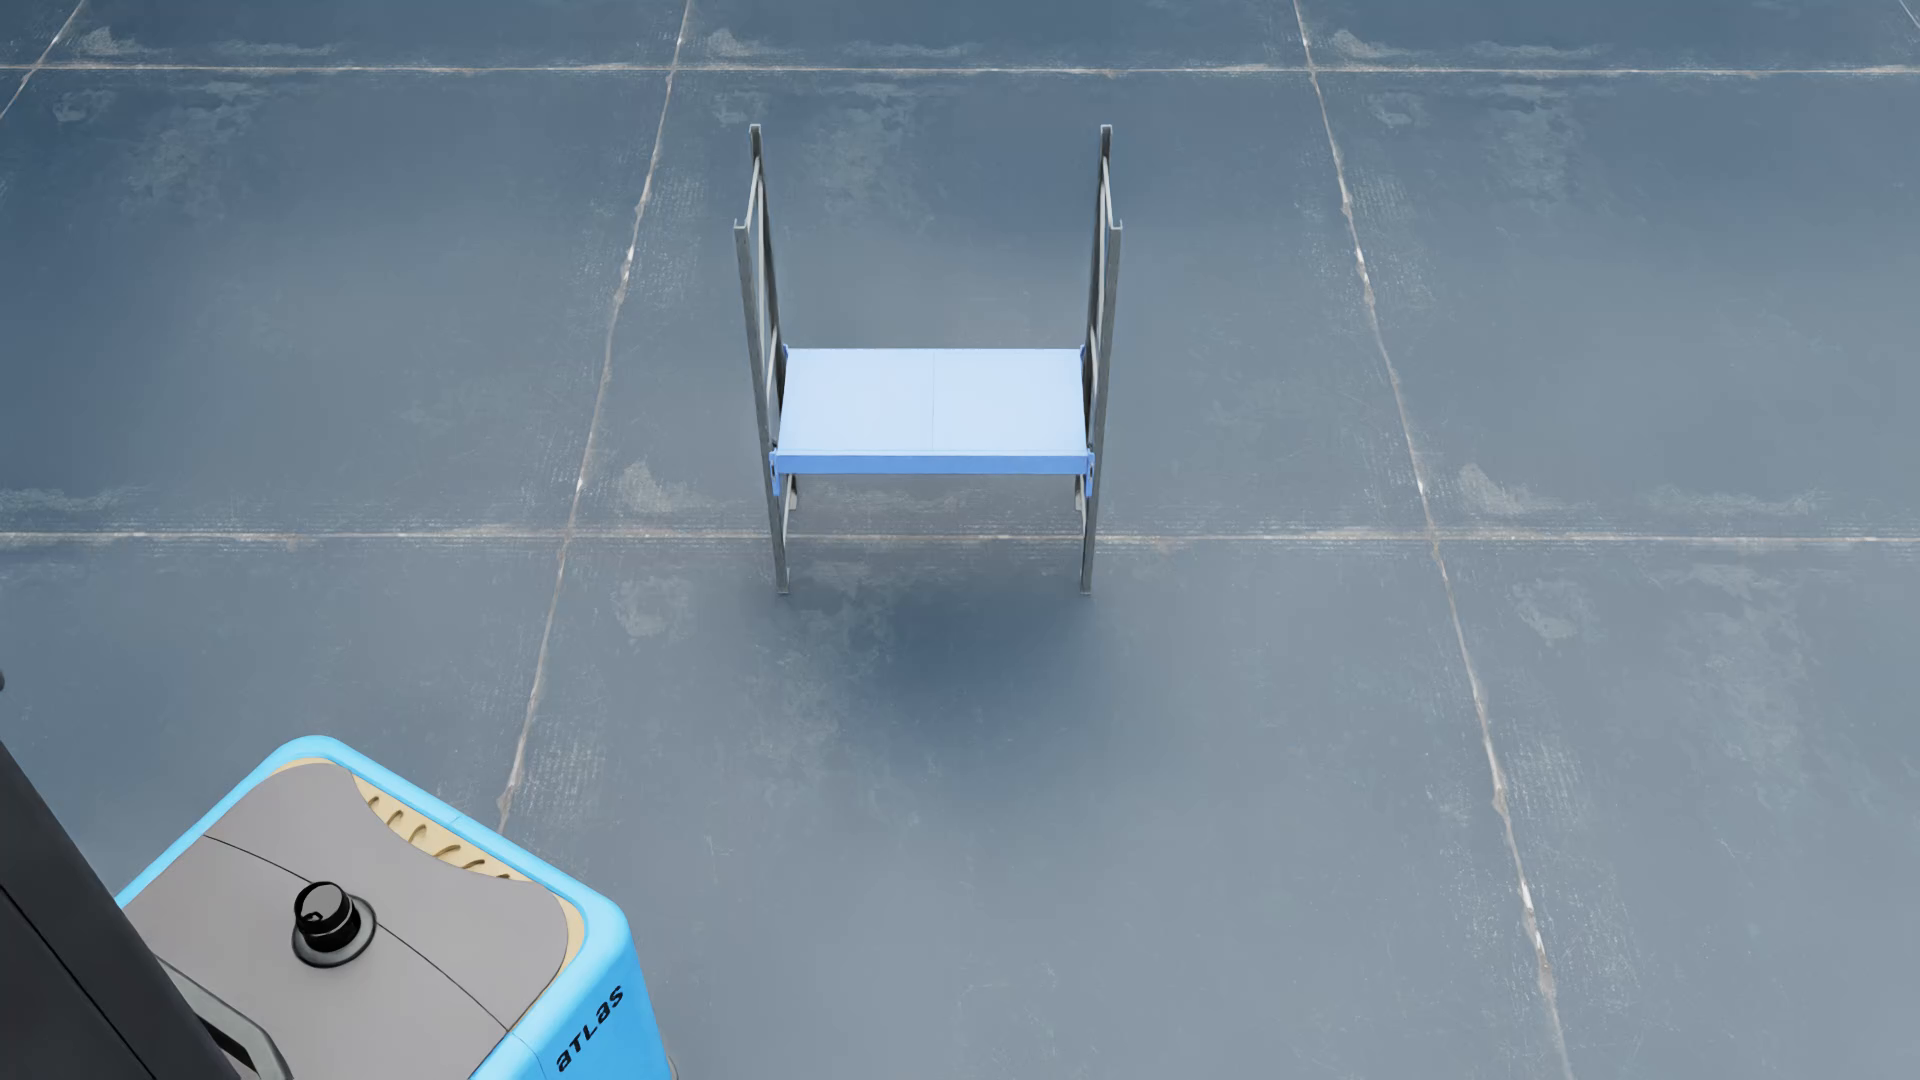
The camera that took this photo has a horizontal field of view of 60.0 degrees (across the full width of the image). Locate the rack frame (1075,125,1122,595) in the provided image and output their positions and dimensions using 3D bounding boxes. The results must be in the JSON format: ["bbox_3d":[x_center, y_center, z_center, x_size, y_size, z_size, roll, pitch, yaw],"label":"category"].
[{"bbox_3d":[0.423,-0.510,5.200,0.032,1.500,0.500,0,47,0],"label":"rack frame"}]

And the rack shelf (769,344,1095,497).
[{"bbox_3d":[-0.085,-0.389,5.333,1.000,0.185,0.538,0,47,0],"label":"rack shelf"}]

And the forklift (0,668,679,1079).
[{"bbox_3d":[-1.889,1.271,2.565,1.130,2.935,3.031,24,52,21],"label":"forklift"}]

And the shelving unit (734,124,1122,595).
[{"bbox_3d":[-0.085,-0.511,5.201,1.048,1.500,0.538,0,47,0],"label":"shelving unit"}]

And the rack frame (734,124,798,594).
[{"bbox_3d":[-0.594,-0.513,5.203,0.032,1.500,0.500,0,47,0],"label":"rack frame"}]
